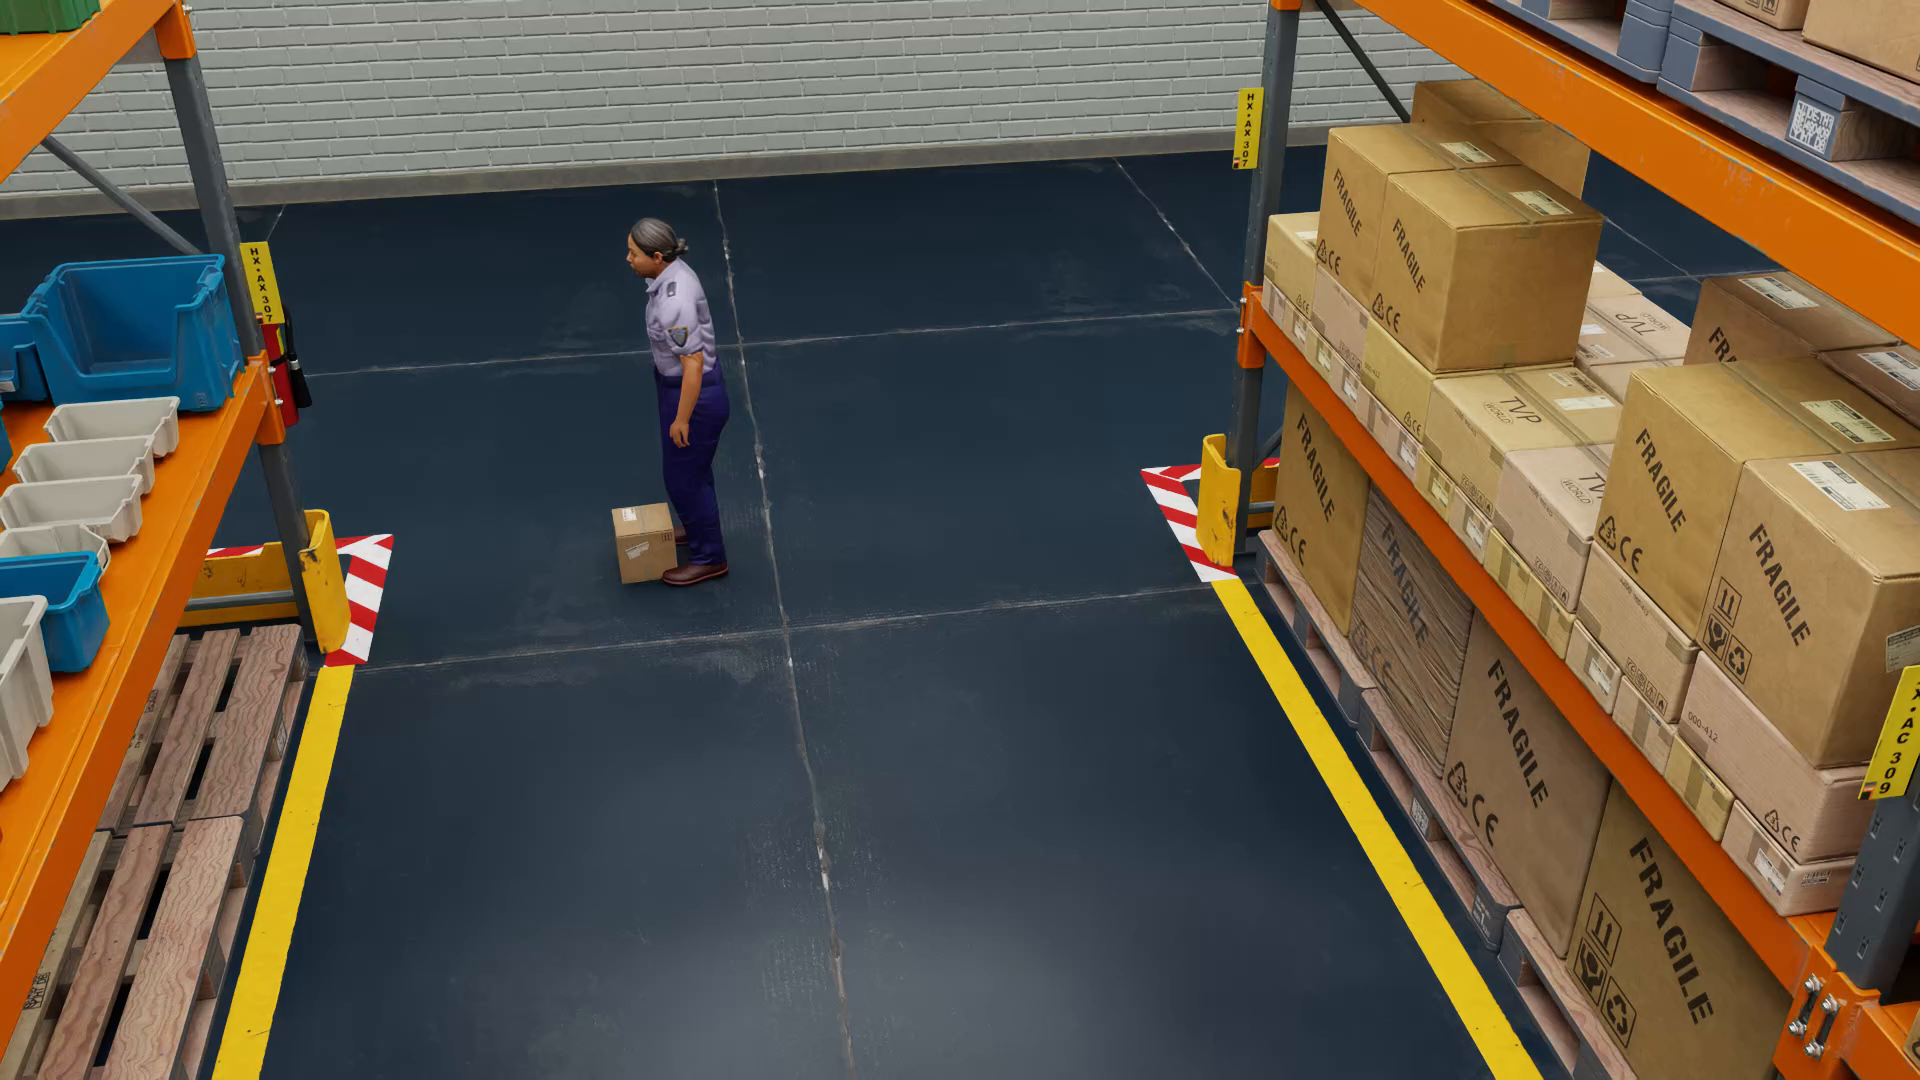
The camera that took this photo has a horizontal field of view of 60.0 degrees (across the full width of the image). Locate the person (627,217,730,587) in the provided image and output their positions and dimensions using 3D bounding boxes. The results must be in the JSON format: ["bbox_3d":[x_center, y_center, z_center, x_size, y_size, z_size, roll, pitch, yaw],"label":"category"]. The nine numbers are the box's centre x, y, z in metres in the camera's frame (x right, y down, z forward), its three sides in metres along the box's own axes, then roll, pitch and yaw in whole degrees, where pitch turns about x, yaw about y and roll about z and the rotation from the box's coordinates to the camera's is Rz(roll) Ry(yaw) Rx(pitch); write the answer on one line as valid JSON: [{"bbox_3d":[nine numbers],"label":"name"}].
[{"bbox_3d":[-1.183,-0.611,7.163,0.367,1.651,0.550,-6,31,-10],"label":"person"}]
